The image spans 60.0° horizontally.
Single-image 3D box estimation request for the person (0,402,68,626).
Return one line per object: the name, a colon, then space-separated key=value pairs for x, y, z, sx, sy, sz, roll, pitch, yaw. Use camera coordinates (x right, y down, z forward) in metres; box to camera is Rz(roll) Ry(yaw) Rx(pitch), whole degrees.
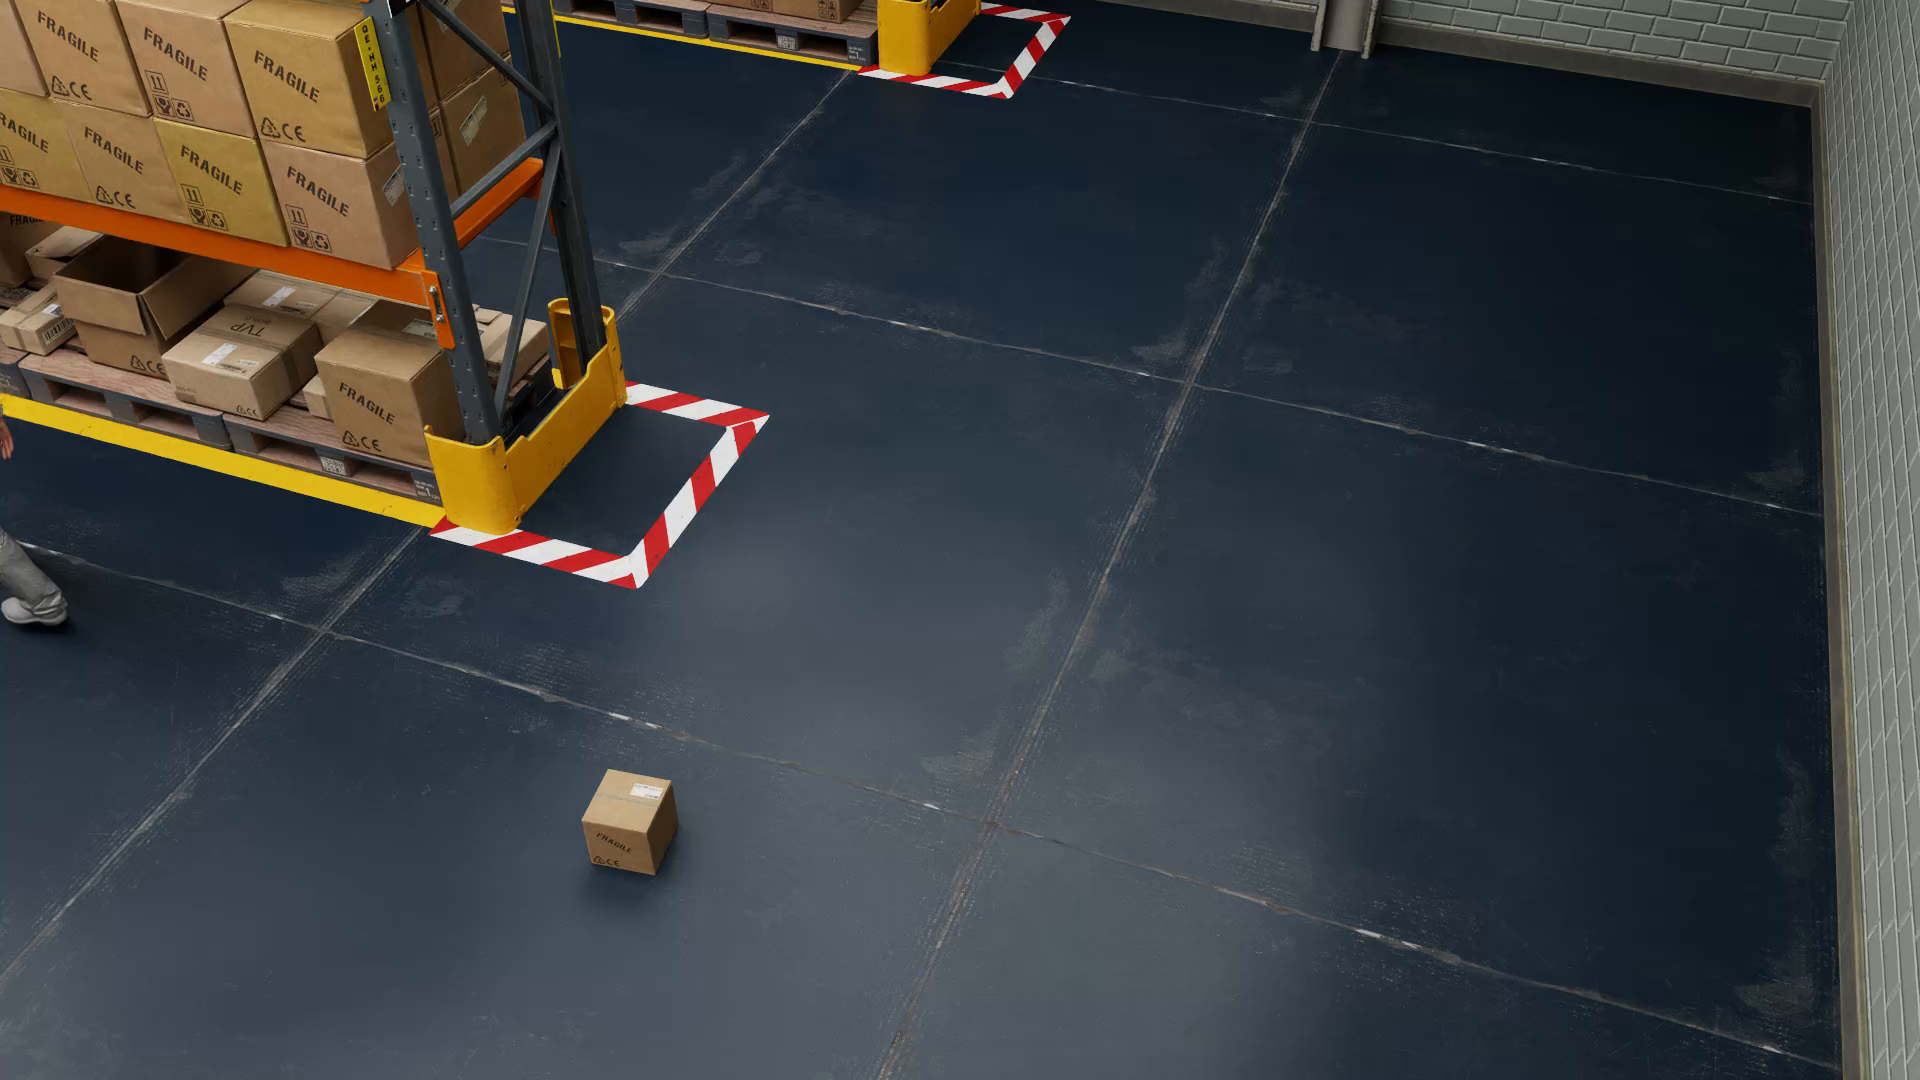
person: x=-4.194 y=-0.446 z=6.625 sx=0.995 sy=1.720 sz=0.552 roll=16 pitch=44 yaw=17
